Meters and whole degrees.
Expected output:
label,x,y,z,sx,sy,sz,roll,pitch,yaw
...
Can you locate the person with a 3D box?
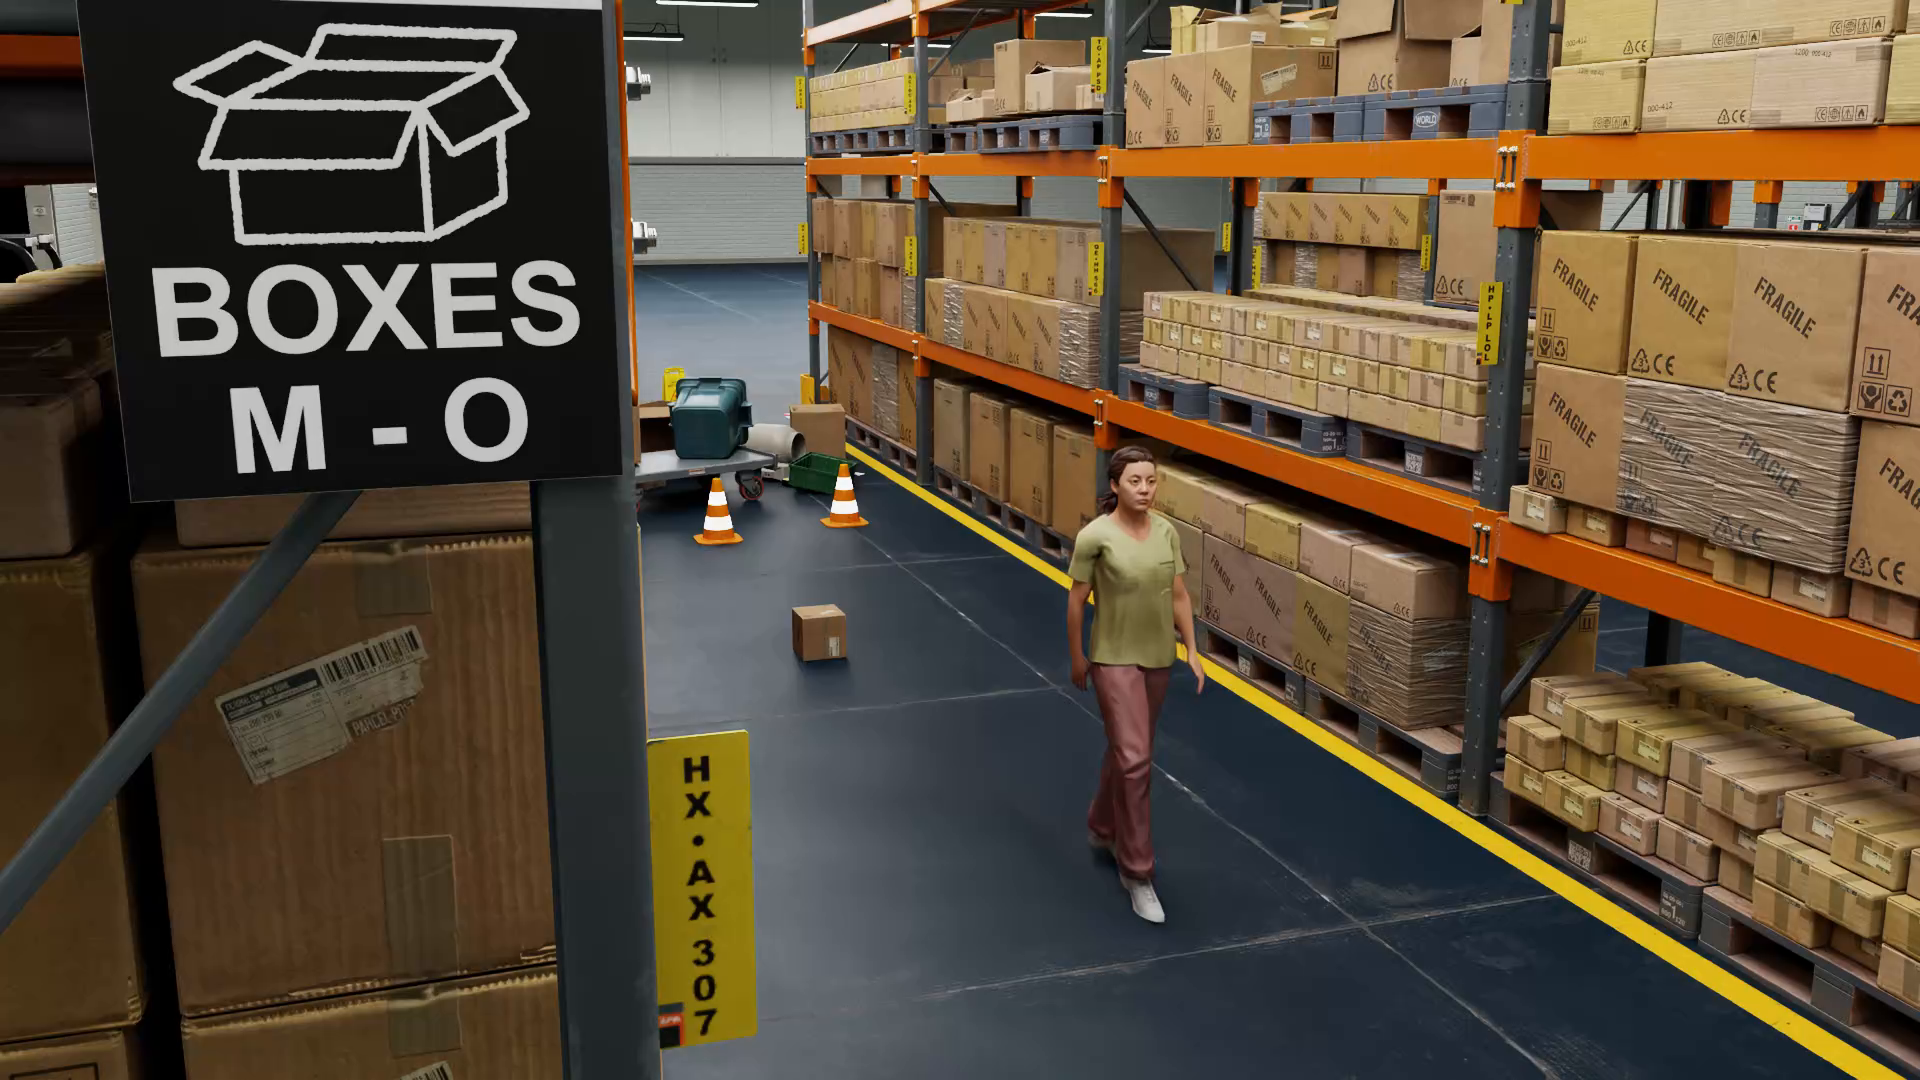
label,x,y,z,sx,sy,sz,roll,pitch,yaw
person,0.690,0.502,6.236,0.454,1.705,0.703,-6,14,-27
